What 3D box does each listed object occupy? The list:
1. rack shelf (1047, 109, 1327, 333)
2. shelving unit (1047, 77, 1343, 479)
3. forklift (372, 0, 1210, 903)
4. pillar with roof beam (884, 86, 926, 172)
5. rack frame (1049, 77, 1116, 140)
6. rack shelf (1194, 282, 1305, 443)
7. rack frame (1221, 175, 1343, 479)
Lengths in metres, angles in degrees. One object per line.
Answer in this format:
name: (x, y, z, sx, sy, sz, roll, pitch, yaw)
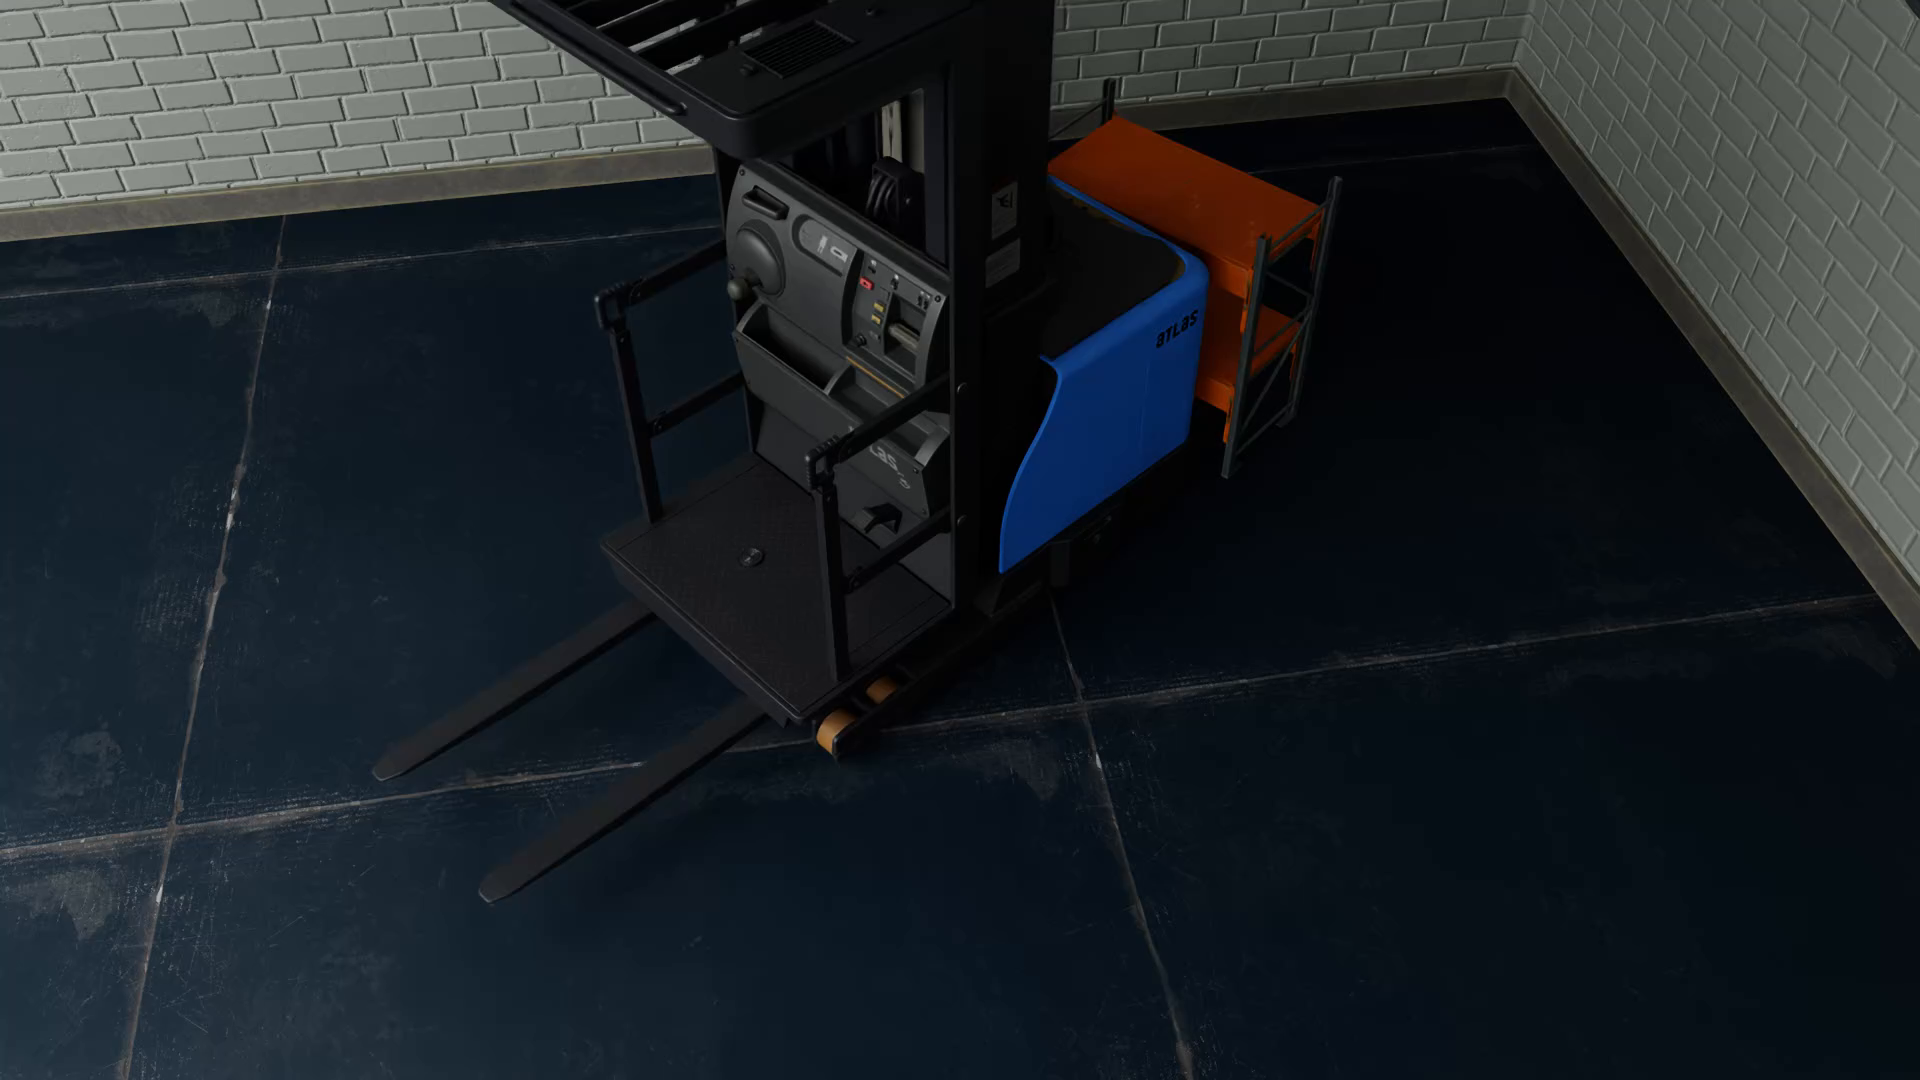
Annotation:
rack shelf: (0.809, -1.214, 6.232, 1.000, 0.278, 0.538, 32, 54, 27)
shelving unit: (0.809, -1.011, 6.443, 1.048, 1.125, 0.538, 32, 54, 27)
forklift: (-0.537, -0.721, 4.909, 3.031, 2.935, 1.130, -35, 55, -29)
pillar with roof beam: (0.585, -1.859, 1.792, 0.400, 9.000, 9.100, -7, 46, -7)
rack frame: (0.425, -1.251, 6.674, 0.032, 1.125, 0.500, 32, 54, 27)
rack shelf: (0.809, -0.841, 6.619, 1.000, 0.278, 0.538, 32, 54, 27)
rack frame: (1.193, -0.771, 6.212, 0.032, 1.125, 0.500, 32, 54, 27)
